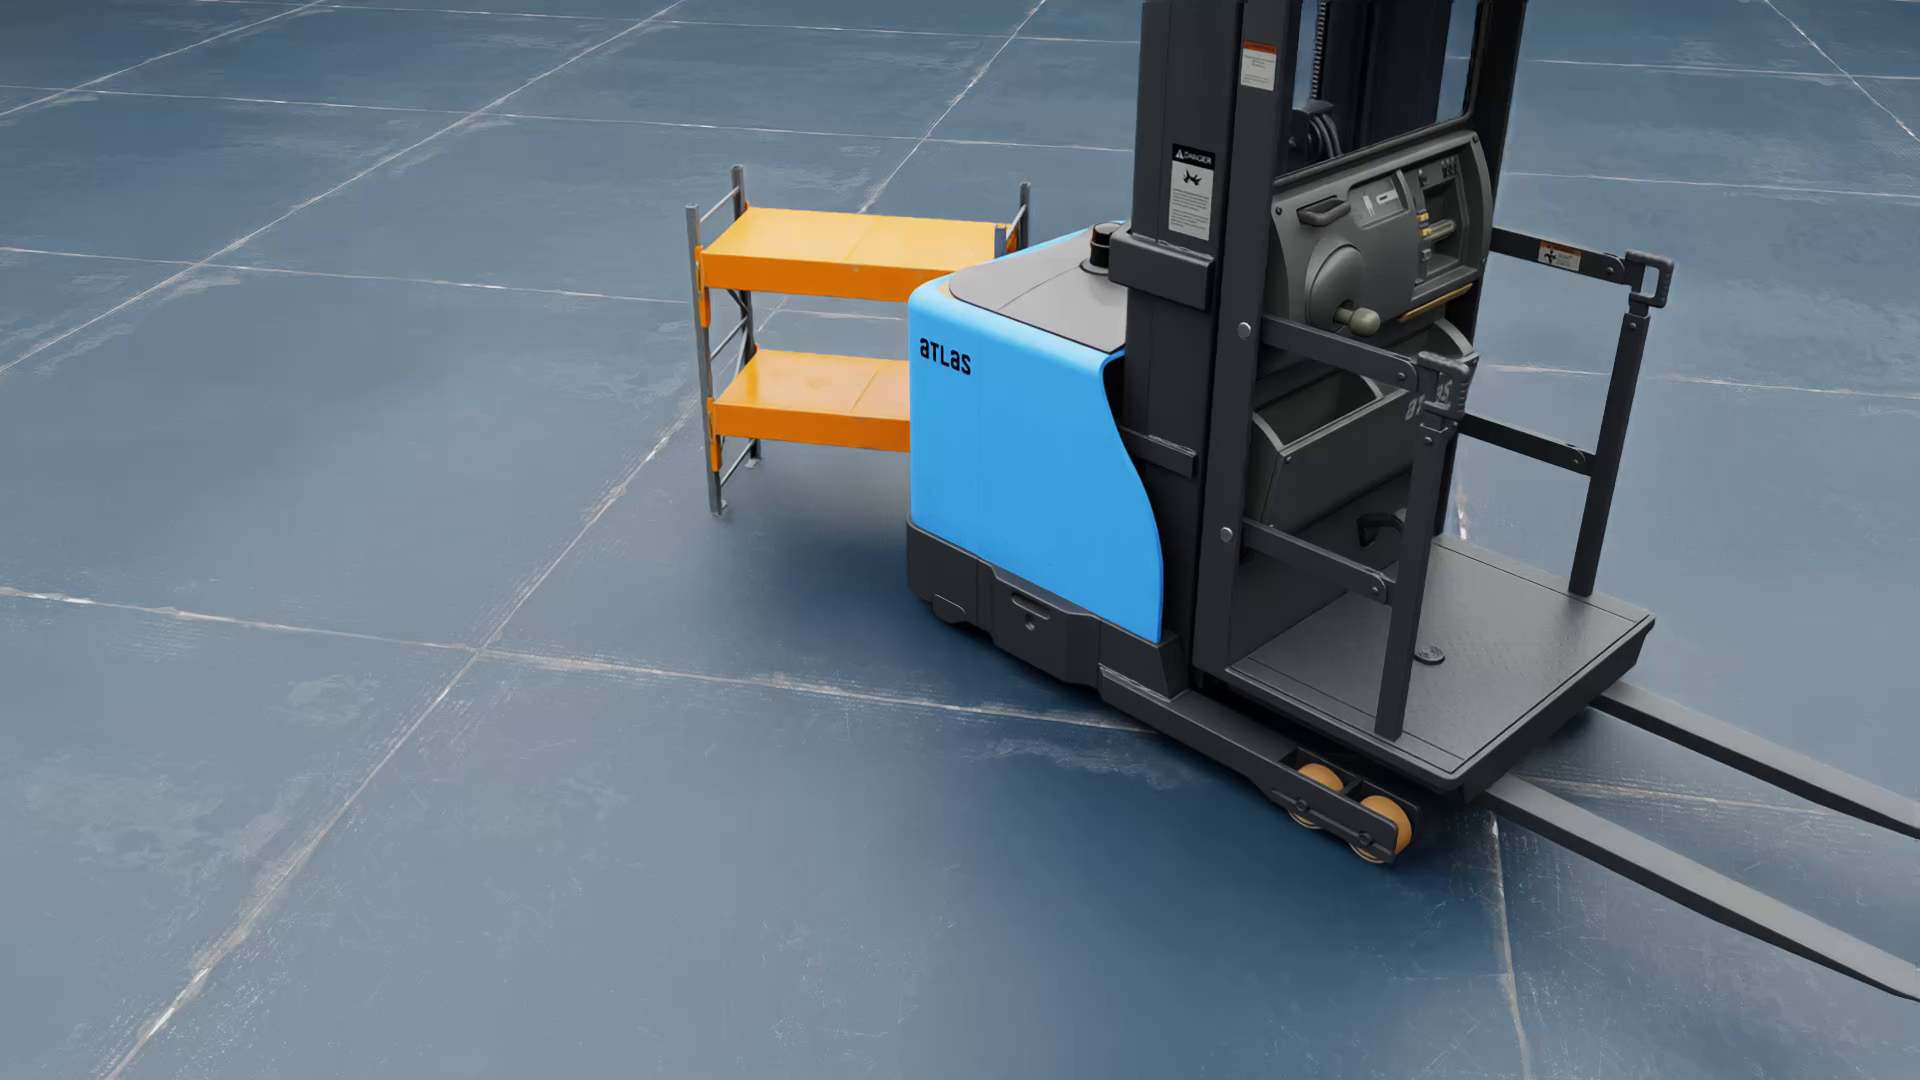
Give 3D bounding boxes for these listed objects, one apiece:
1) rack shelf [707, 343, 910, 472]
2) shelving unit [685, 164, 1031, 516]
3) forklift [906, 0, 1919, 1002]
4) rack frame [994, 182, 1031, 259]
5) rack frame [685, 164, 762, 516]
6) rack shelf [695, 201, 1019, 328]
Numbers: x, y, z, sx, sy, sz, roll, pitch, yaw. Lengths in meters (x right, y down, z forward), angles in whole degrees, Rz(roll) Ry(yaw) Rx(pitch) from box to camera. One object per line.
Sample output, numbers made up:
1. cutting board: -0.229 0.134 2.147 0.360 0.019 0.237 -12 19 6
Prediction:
1. rack shelf: -0.324 -0.433 5.879 1.000 0.278 0.538 6 29 10
2. shelving unit: -0.324 -0.648 5.761 1.048 1.125 0.538 6 29 10
3. forklift: 1.224 -0.744 4.056 1.130 2.935 3.031 -25 38 -38
4. rack frame: 0.173 -0.597 5.670 0.032 1.125 0.500 6 29 10
5. rack frame: -0.822 -0.698 5.853 0.032 1.125 0.500 6 29 10
6. rack shelf: -0.324 -0.904 5.621 1.000 0.278 0.538 6 29 10
